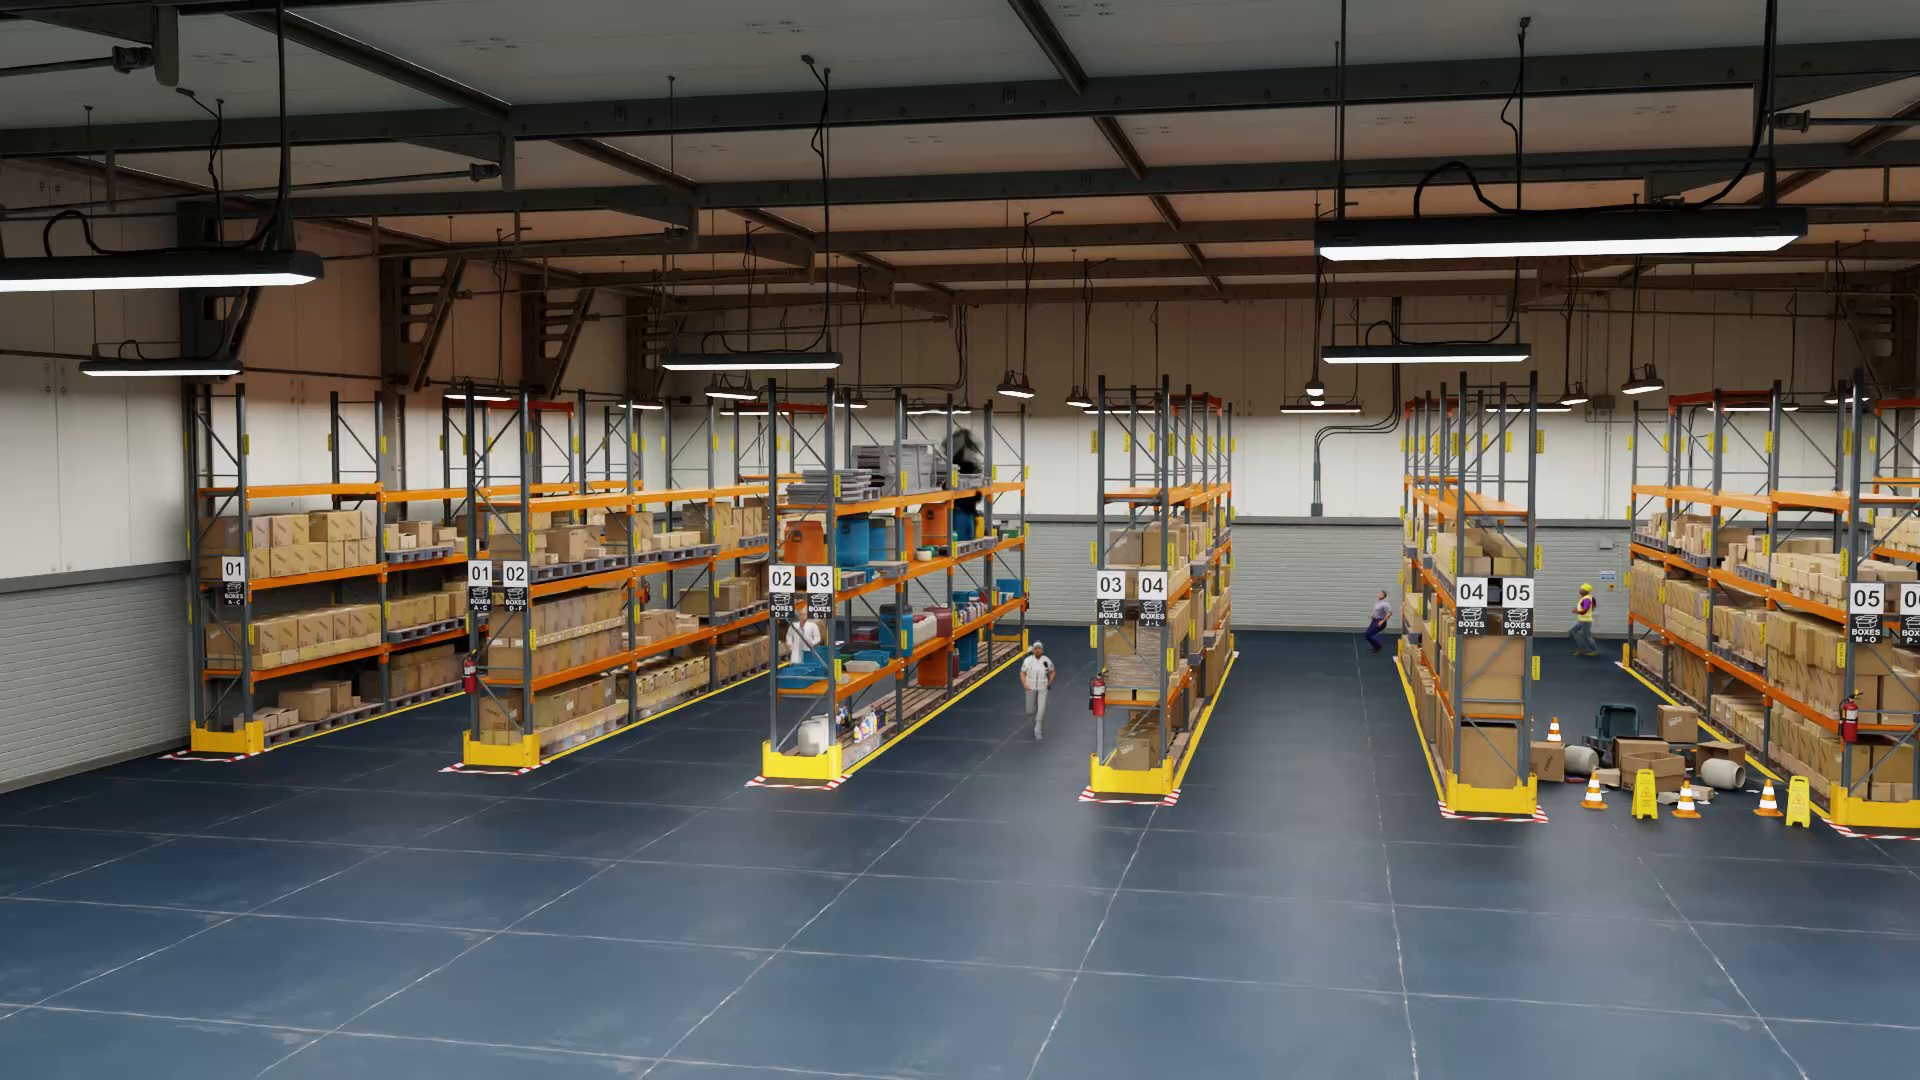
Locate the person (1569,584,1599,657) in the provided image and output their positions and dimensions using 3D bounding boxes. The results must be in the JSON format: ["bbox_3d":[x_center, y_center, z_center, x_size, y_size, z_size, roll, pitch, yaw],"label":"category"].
[{"bbox_3d":[14.649,1.904,38.945,0.686,1.773,0.700,1,3,9],"label":"person"}]

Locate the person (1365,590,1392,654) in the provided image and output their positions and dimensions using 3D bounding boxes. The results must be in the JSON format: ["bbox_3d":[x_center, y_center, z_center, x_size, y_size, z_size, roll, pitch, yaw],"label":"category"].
[{"bbox_3d":[9.973,1.969,39.765,0.586,1.538,0.721,0,3,6],"label":"person"}]

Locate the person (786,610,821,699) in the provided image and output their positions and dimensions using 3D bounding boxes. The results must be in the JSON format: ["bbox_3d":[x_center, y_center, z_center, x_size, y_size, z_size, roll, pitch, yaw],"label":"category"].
[{"bbox_3d":[-3.121,2.247,32.981,0.715,1.735,0.826,0,3,4],"label":"person"}]

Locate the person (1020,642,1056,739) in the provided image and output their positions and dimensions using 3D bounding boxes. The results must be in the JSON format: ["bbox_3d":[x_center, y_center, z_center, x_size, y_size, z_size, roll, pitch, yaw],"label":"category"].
[{"bbox_3d":[1.340,2.576,28.652,0.605,1.642,0.810,0,3,7],"label":"person"}]
